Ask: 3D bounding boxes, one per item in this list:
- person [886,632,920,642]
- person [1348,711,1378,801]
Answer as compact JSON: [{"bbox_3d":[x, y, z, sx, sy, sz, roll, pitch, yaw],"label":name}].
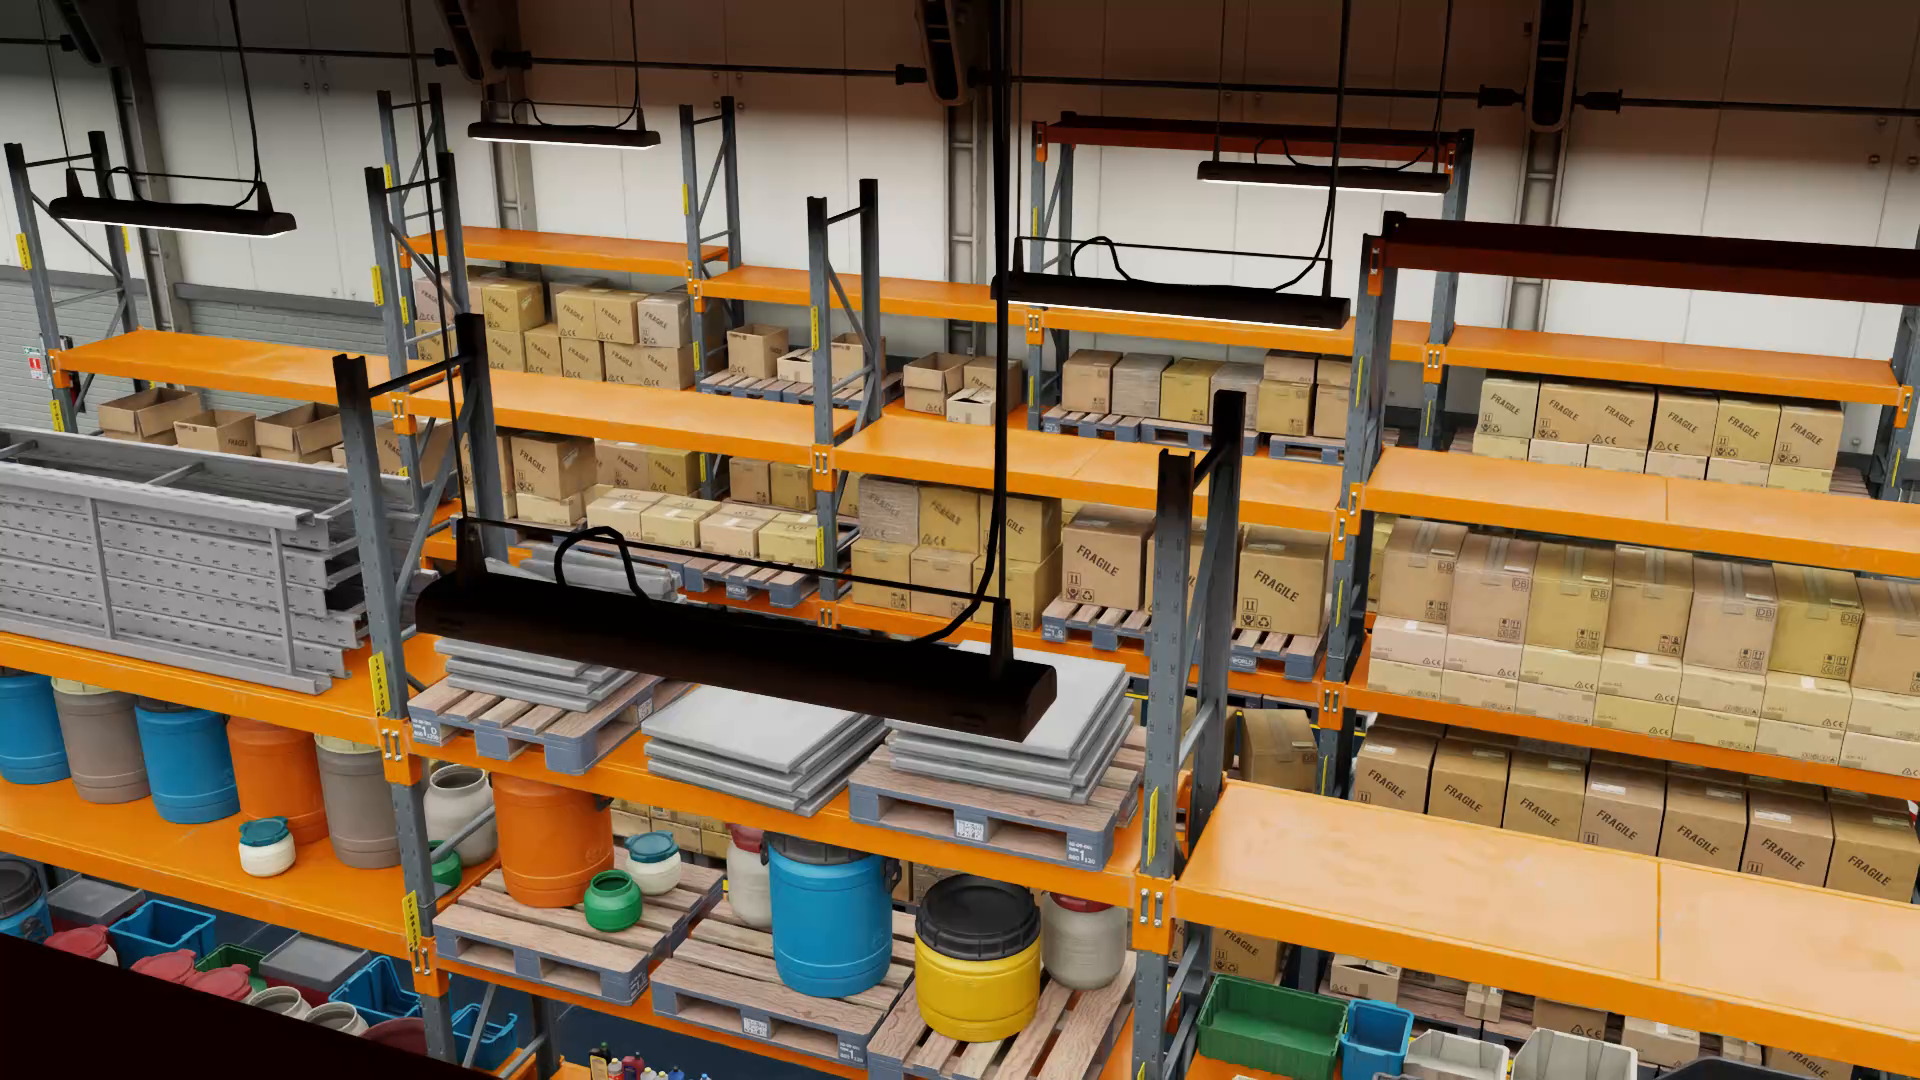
[{"bbox_3d":[-0.558,0.898,17.534,0.493,1.762,0.588,15,26,35],"label":"person"},{"bbox_3d":[3.678,1.907,14.872,1.054,1.713,0.621,6,22,16],"label":"person"}]
